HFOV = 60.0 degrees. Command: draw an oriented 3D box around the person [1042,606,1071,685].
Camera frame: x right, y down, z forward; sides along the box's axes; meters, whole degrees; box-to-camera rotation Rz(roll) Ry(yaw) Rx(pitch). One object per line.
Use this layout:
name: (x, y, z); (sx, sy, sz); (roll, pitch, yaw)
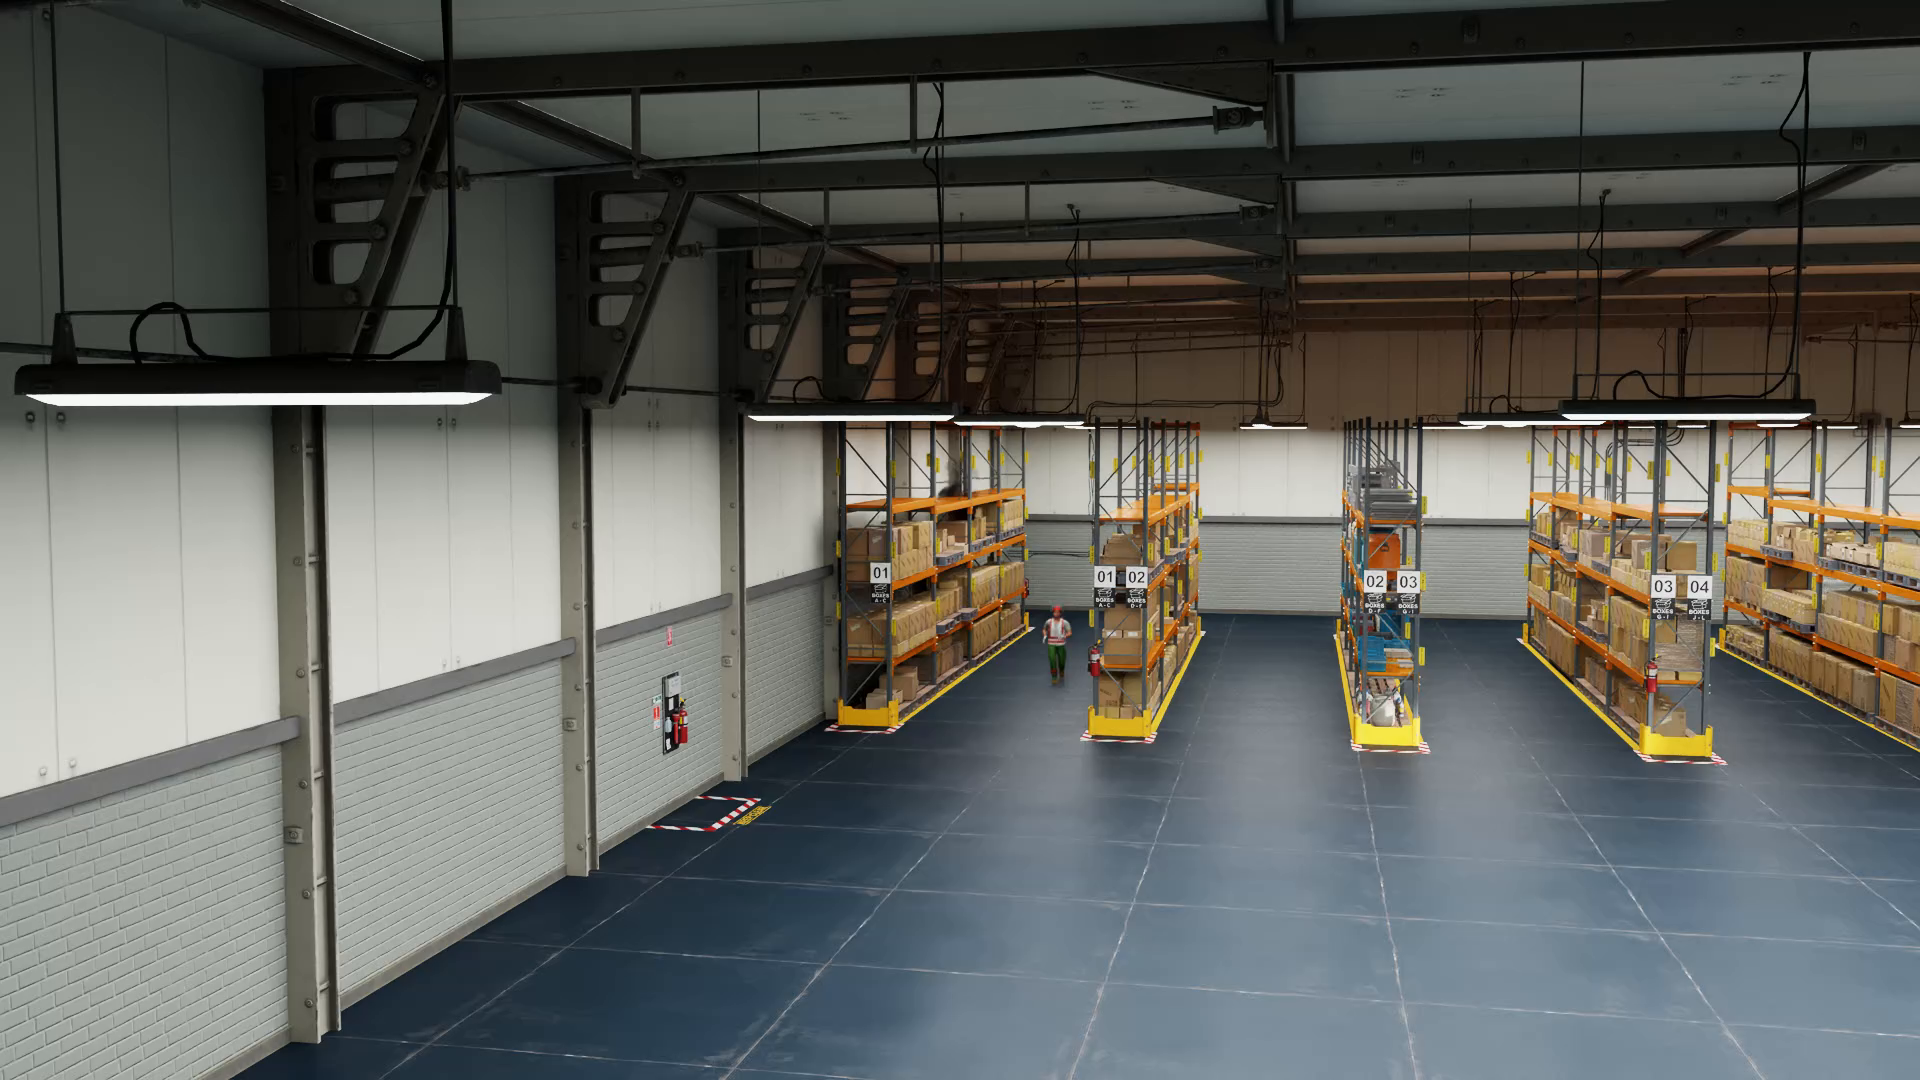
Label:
person: (2.200, 2.389, 37.890); (0.667, 1.757, 0.837); (1, 4, 8)

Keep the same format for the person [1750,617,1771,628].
person: (21.846, 1.919, 45.266); (0.635, 1.758, 0.651); (1, 4, 20)

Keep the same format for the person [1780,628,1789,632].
person: (22.063, 2.004, 44.555); (0.712, 1.667, 0.518); (-2, 4, -23)
